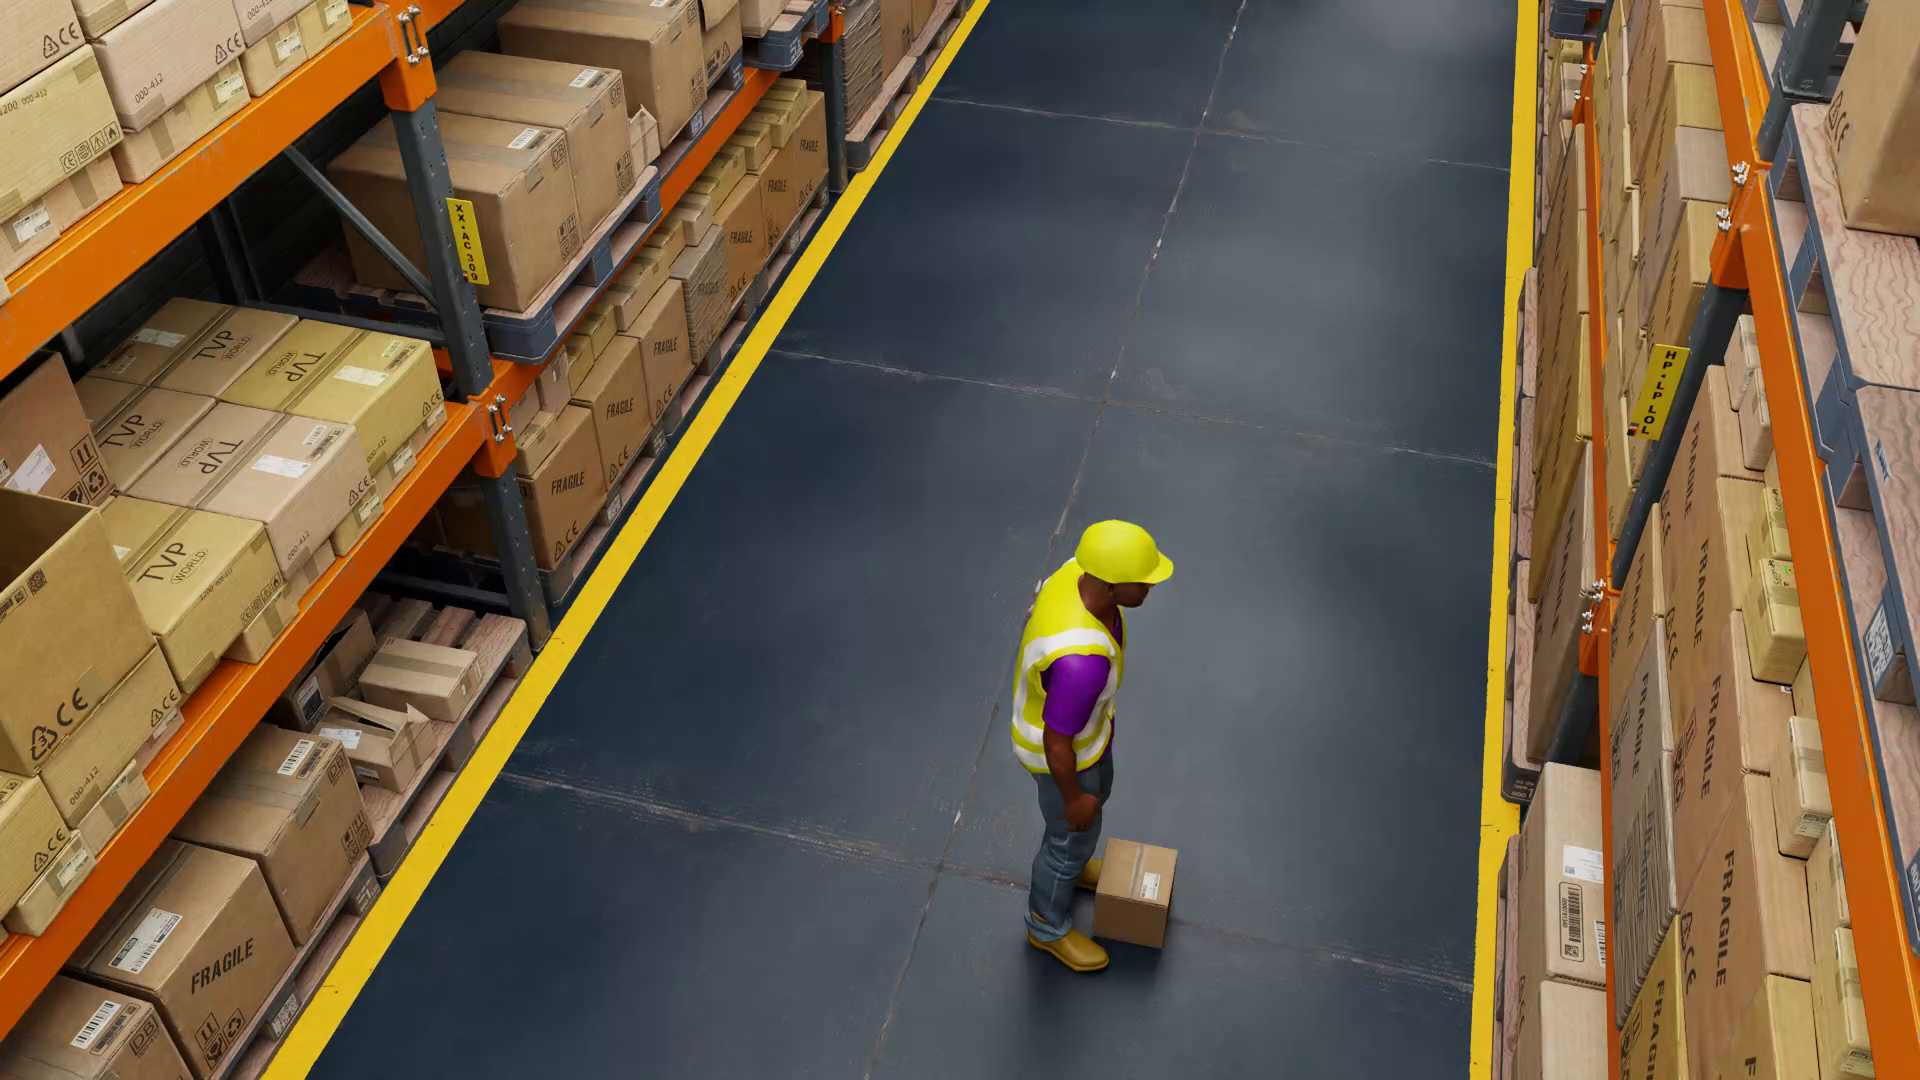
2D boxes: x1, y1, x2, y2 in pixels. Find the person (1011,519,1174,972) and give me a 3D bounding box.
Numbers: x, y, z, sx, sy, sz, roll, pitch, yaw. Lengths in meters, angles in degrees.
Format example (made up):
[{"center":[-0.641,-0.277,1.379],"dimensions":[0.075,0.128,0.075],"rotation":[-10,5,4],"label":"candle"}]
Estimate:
[{"center":[0.400,0.634,5.409],"dimensions":[0.459,1.760,0.634],"rotation":[8,41,9],"label":"person"}]
